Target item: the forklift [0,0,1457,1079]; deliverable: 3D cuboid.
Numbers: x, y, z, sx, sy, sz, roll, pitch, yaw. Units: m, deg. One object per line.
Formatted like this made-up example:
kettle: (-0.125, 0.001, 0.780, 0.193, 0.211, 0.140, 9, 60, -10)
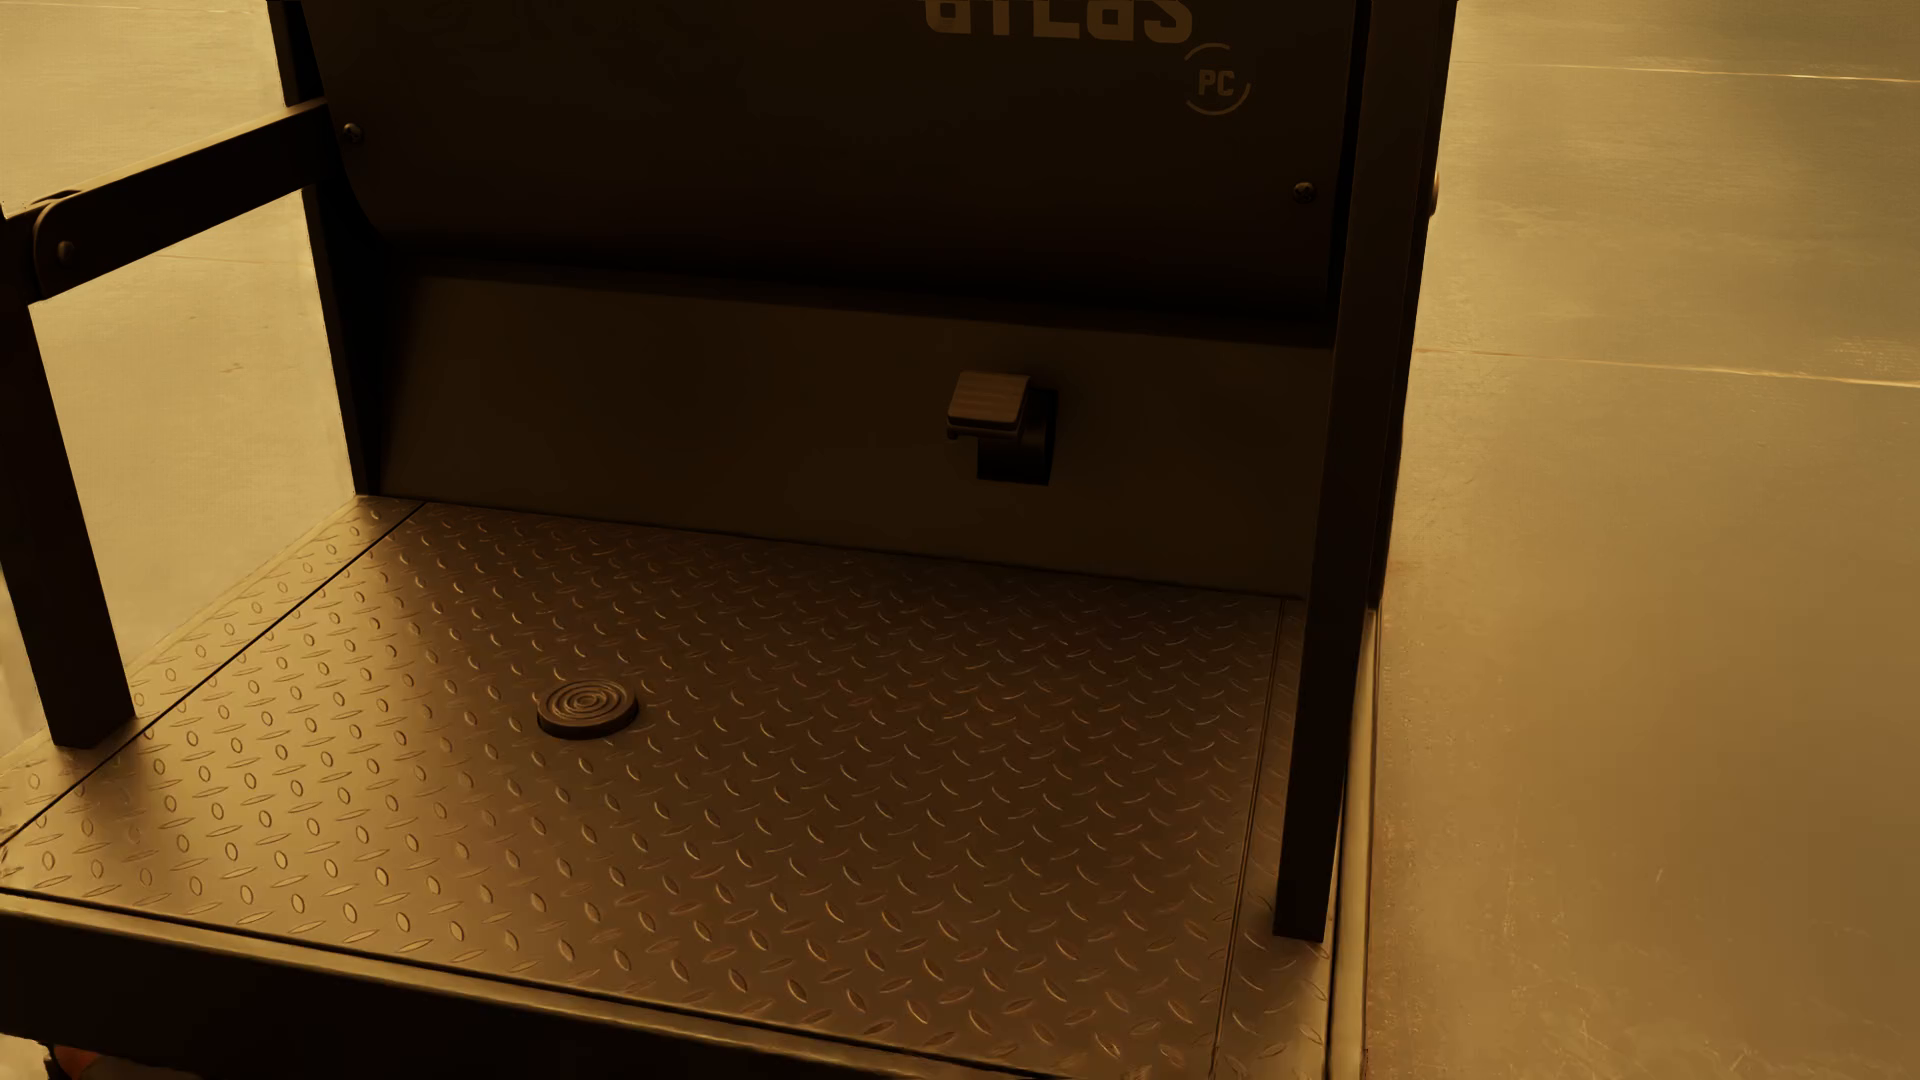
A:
forklift: (-0.178, -0.891, 1.012, 1.130, 2.935, 3.031, 6, 27, 12)
